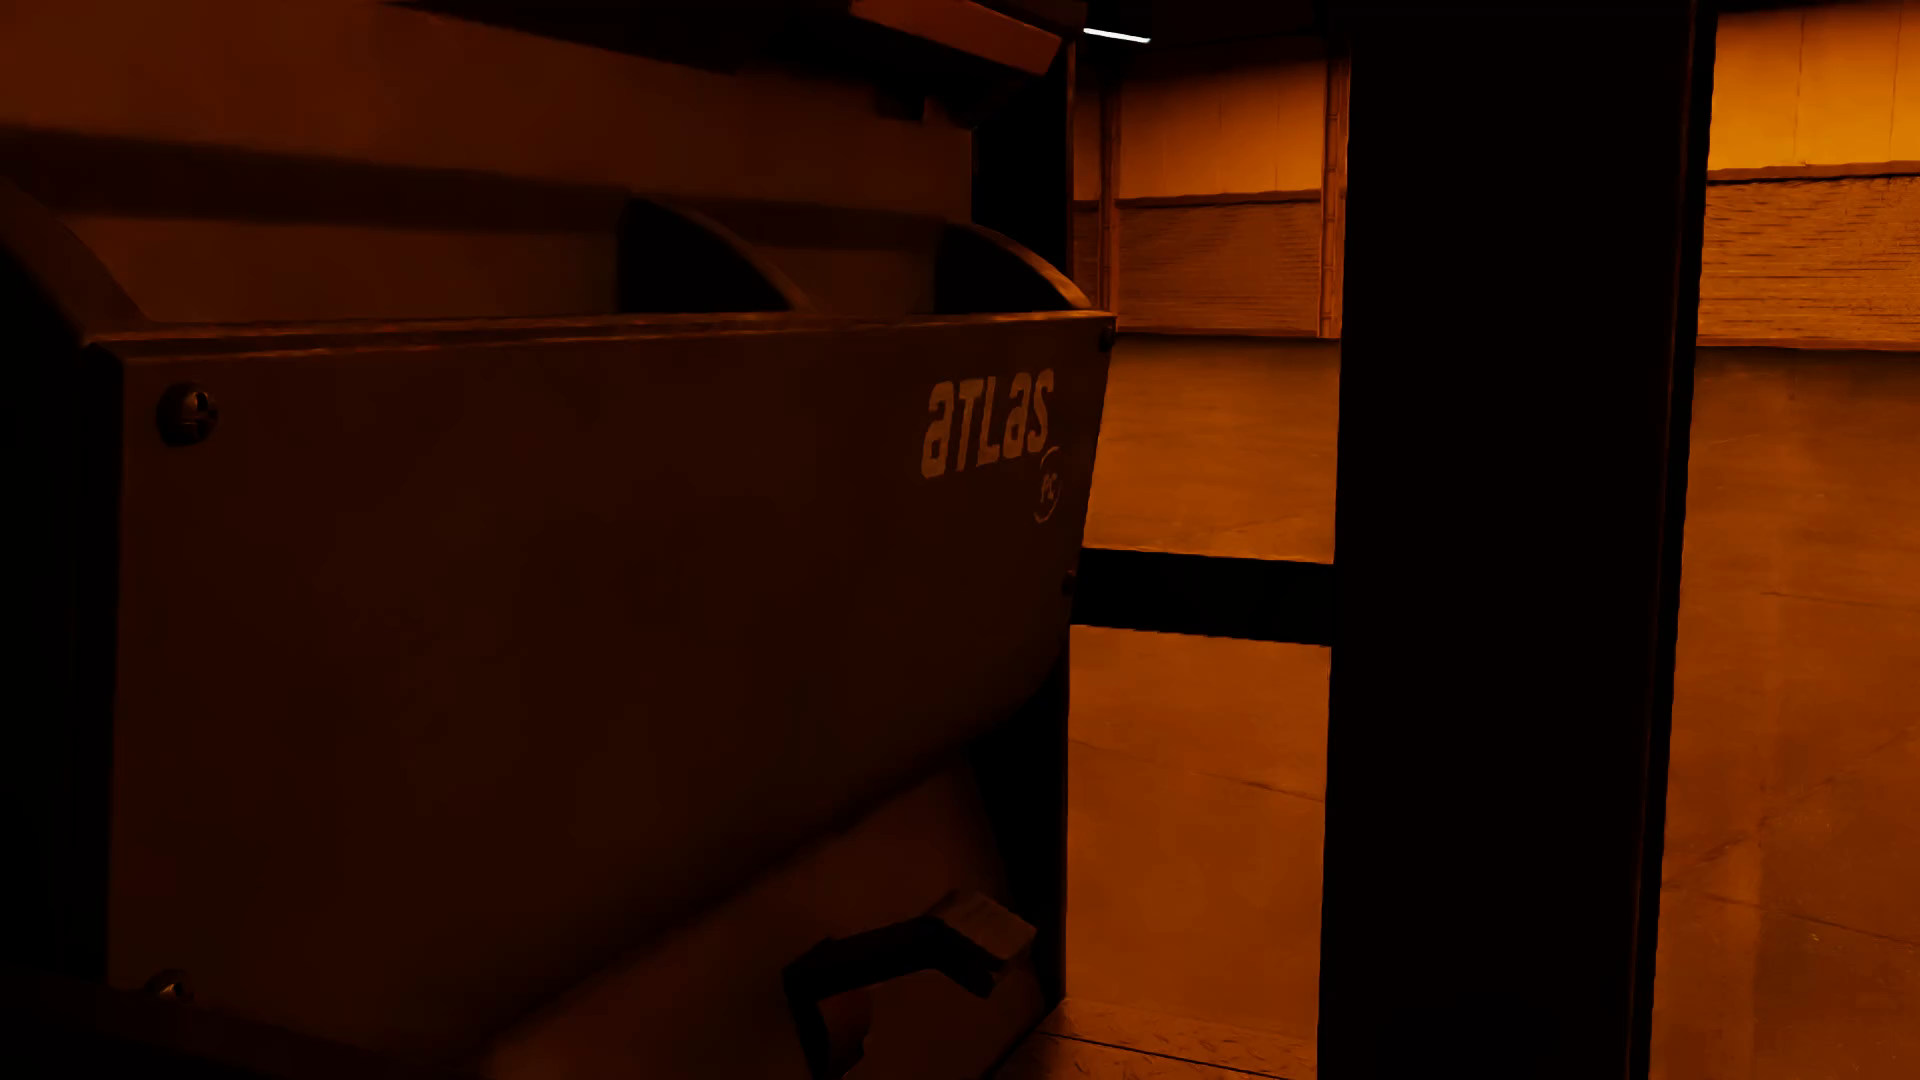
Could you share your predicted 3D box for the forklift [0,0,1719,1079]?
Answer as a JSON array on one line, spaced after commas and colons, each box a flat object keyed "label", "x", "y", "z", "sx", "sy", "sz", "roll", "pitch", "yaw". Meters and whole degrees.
[{"label": "forklift", "x": 0.062, "y": -0.591, "z": 0.795, "sx": 3.031, "sy": 2.935, "sz": 1.130, "roll": 4, "pitch": 9, "yaw": 24}]
